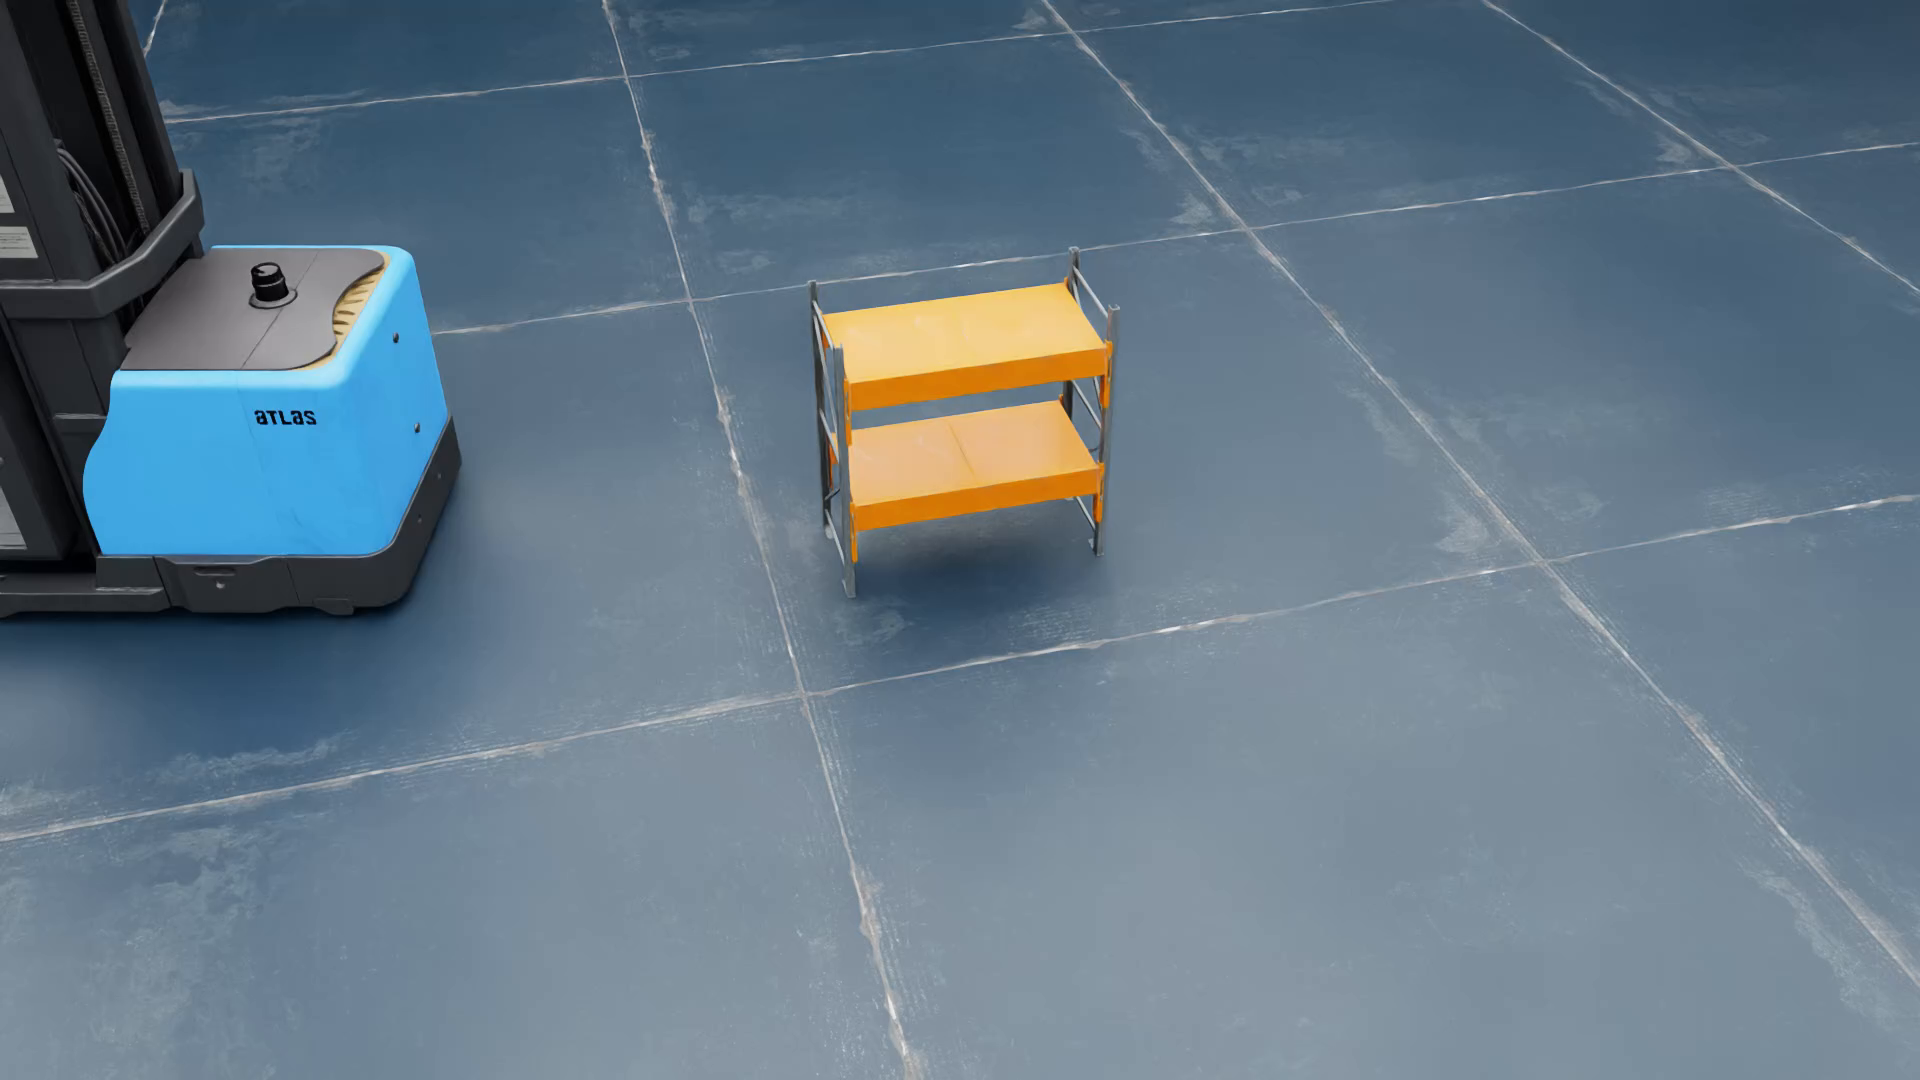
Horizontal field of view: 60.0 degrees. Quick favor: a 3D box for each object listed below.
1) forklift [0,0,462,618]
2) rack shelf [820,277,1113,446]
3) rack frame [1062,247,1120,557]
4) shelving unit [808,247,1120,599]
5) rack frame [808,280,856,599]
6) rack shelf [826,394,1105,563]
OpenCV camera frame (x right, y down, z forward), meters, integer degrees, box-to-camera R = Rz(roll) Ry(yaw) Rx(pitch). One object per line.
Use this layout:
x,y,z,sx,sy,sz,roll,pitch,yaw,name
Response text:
-3.630,-1.176,5.876,3.031,2.935,1.130,0,37,0,forklift
0.007,-0.680,6.232,1.000,0.278,0.538,-9,38,-12,rack shelf
0.497,-0.528,6.515,0.032,1.125,0.500,-9,38,-12,rack frame
0.007,-0.448,6.410,1.048,1.125,0.538,-9,38,-12,shelving unit
-0.484,-0.367,6.304,0.032,1.125,0.500,-9,38,-12,rack frame
0.007,-0.254,6.558,1.000,0.278,0.538,-9,38,-12,rack shelf
